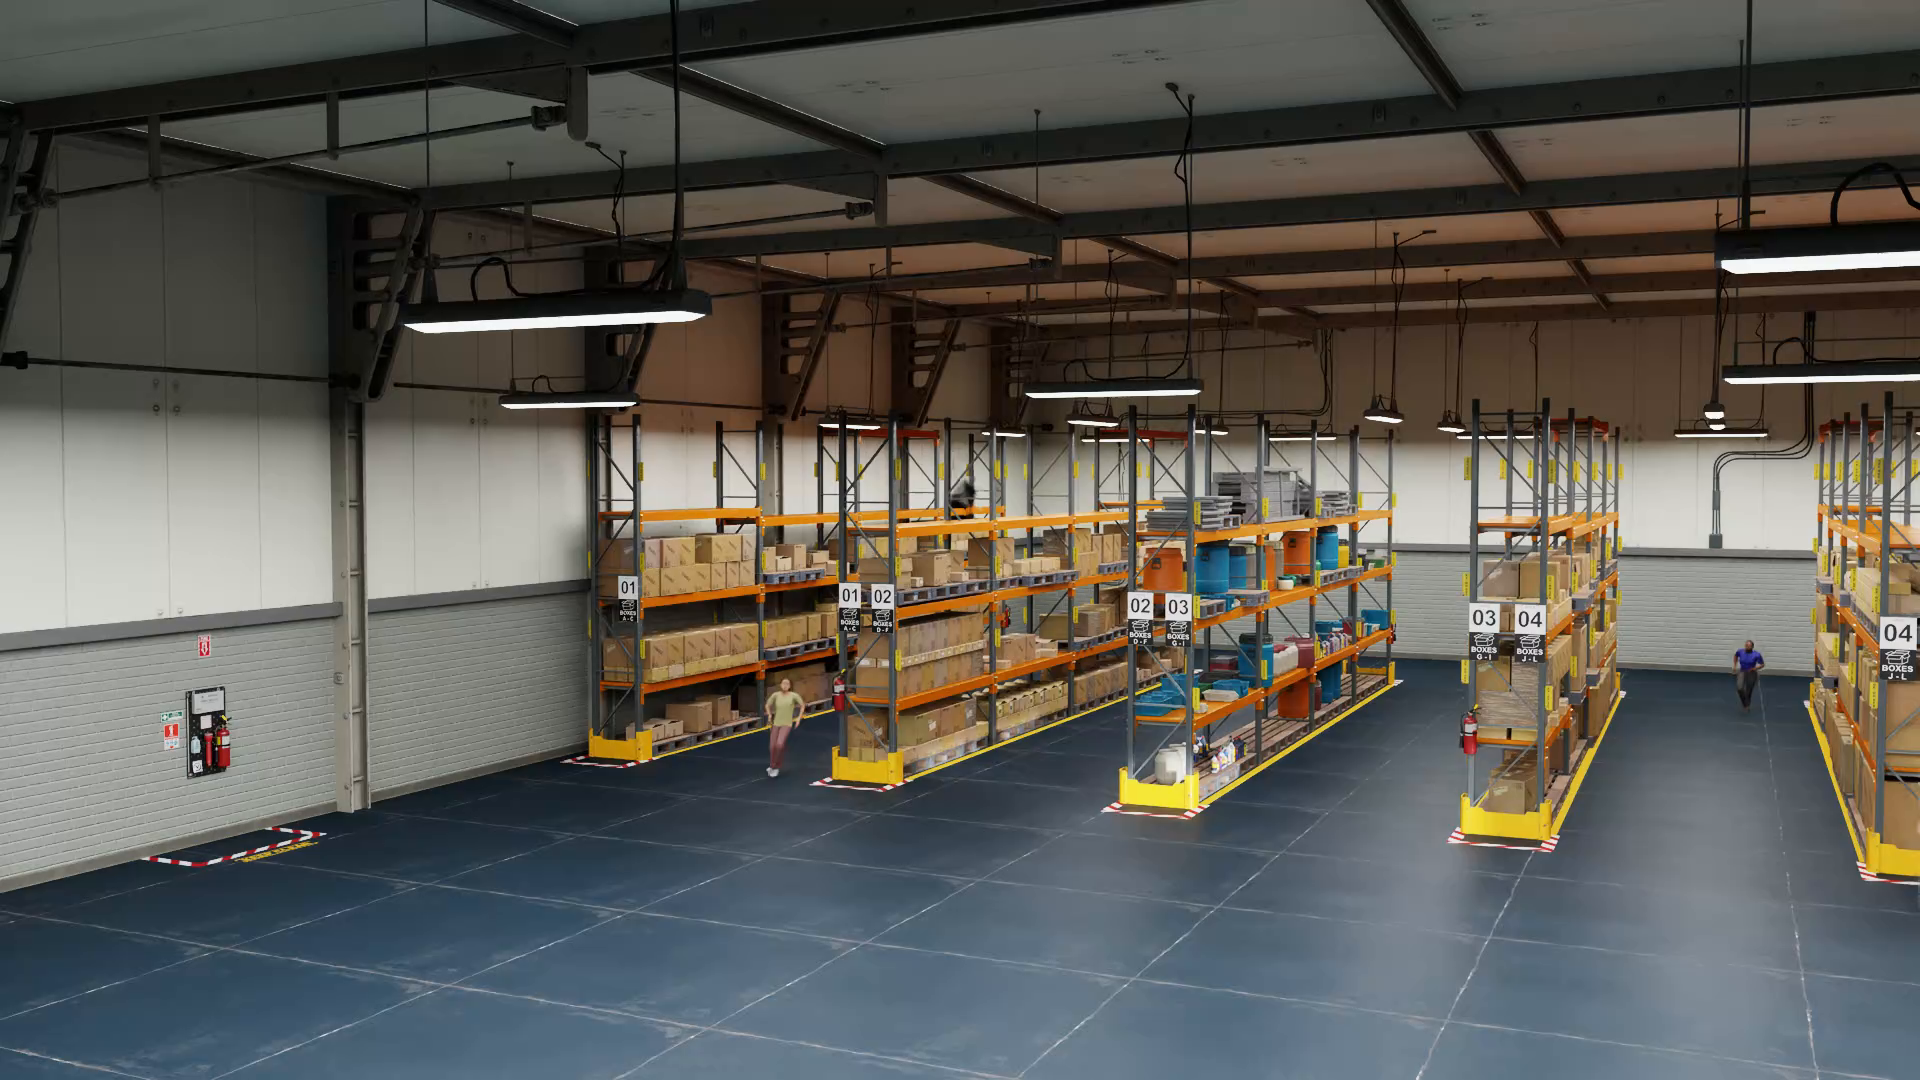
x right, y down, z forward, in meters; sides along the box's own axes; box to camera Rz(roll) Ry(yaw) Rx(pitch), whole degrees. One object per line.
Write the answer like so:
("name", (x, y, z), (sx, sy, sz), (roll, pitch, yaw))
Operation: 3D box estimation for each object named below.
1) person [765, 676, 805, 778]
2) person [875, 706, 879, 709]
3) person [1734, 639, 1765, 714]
("person", (-2.904, 3.062, 27.307), (0.636, 1.660, 0.664), (0, 2, 12))
("person", (-1.458, 2.942, 31.957), (0.510, 1.500, 0.646), (1, 2, 17))
("person", (16.426, 2.835, 34.585), (0.605, 1.600, 0.863), (2, 3, 34))
